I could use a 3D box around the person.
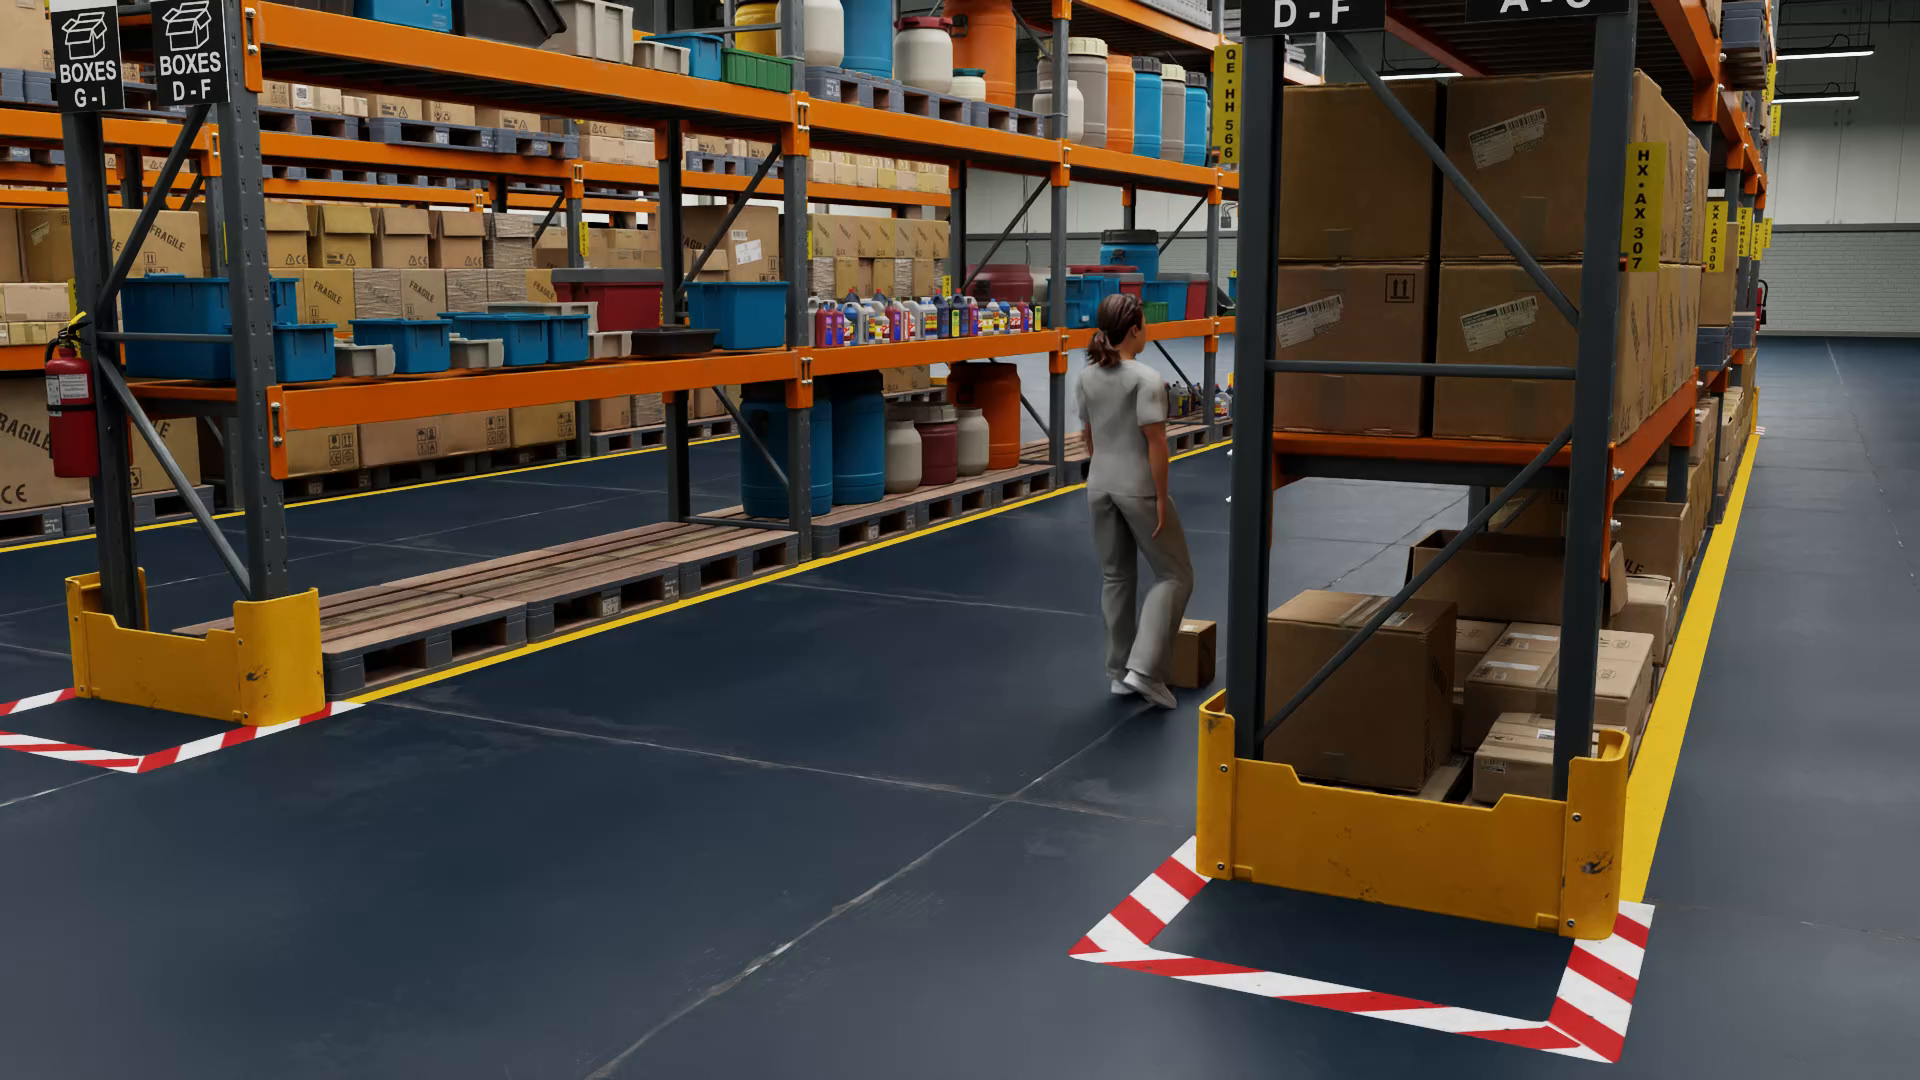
[{"bbox_3d":[0.715,-0.154,6.819,0.465,1.697,0.529,8,12,41],"label":"person"}]
